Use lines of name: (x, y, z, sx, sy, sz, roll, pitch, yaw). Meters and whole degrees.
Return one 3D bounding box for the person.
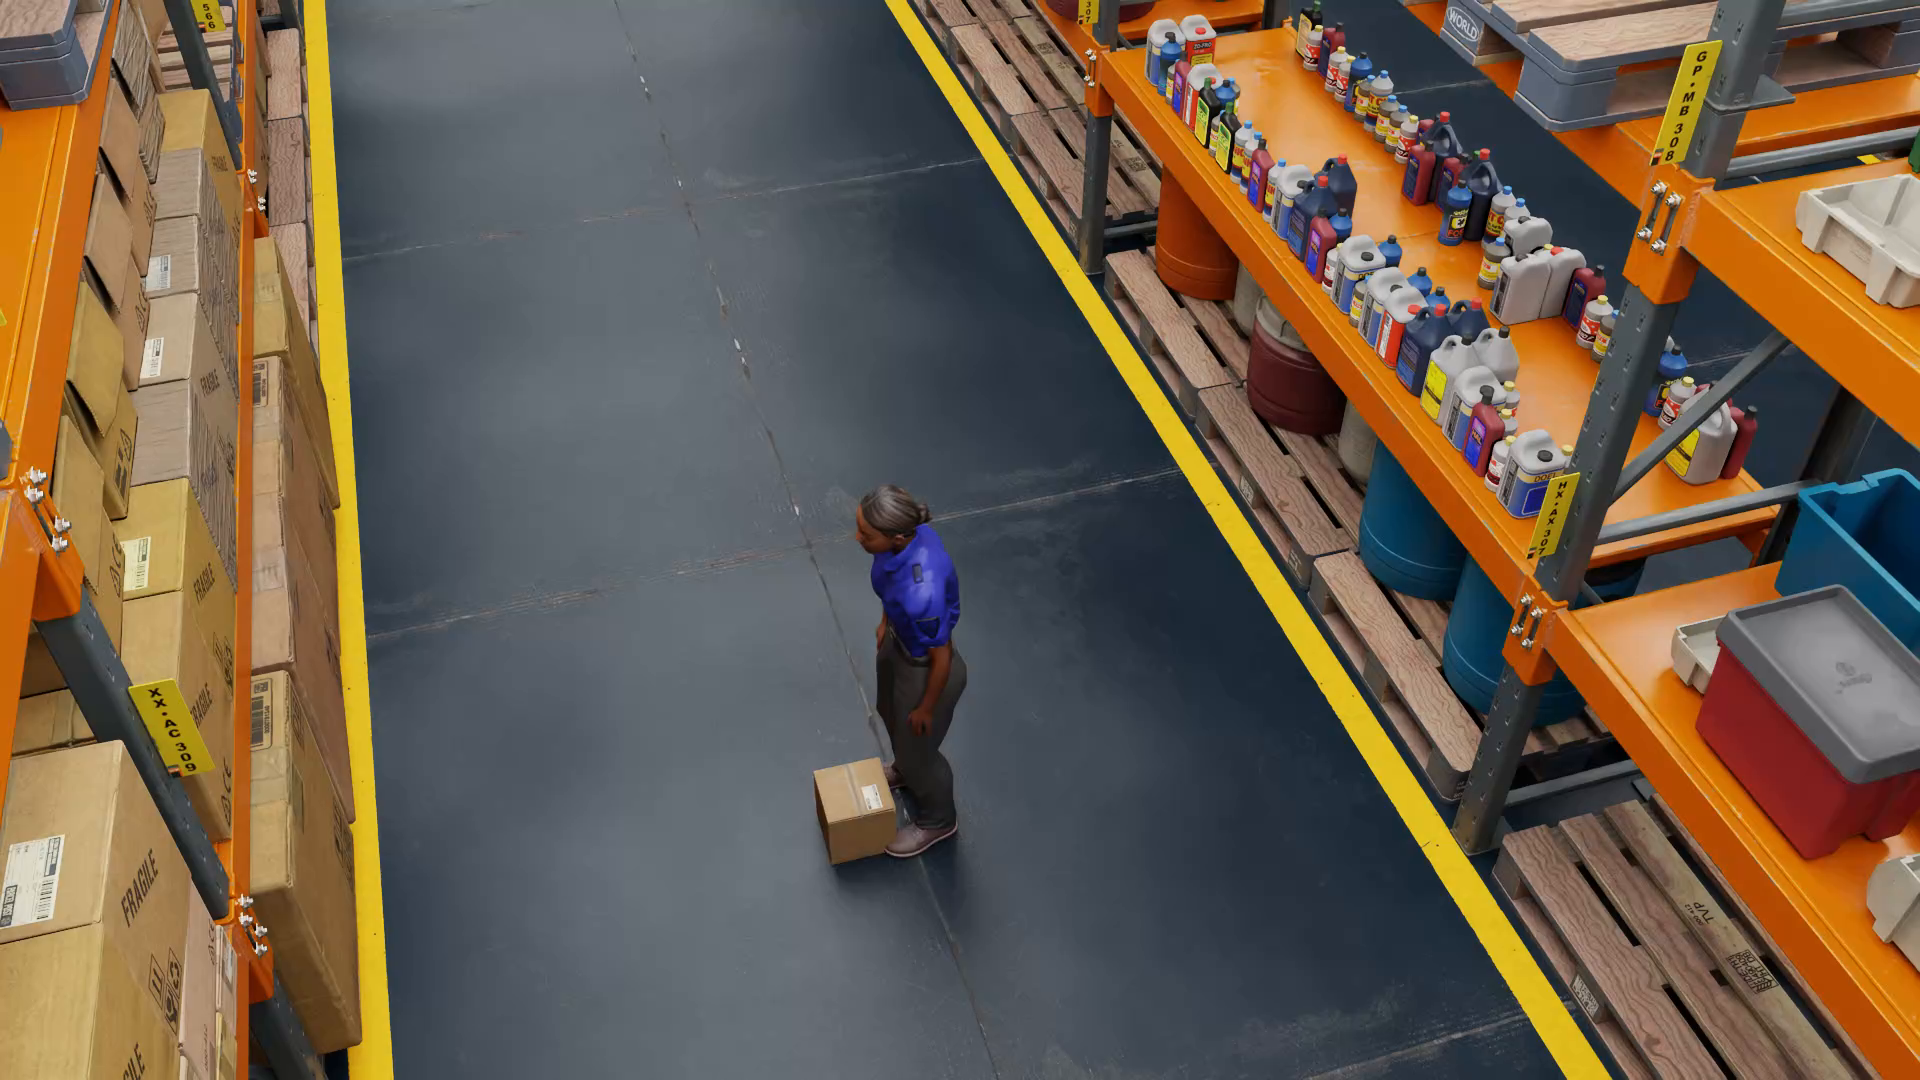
person: (-0.170, 0.423, 5.702, 0.352, 1.654, 0.512, -12, 44, -13)
